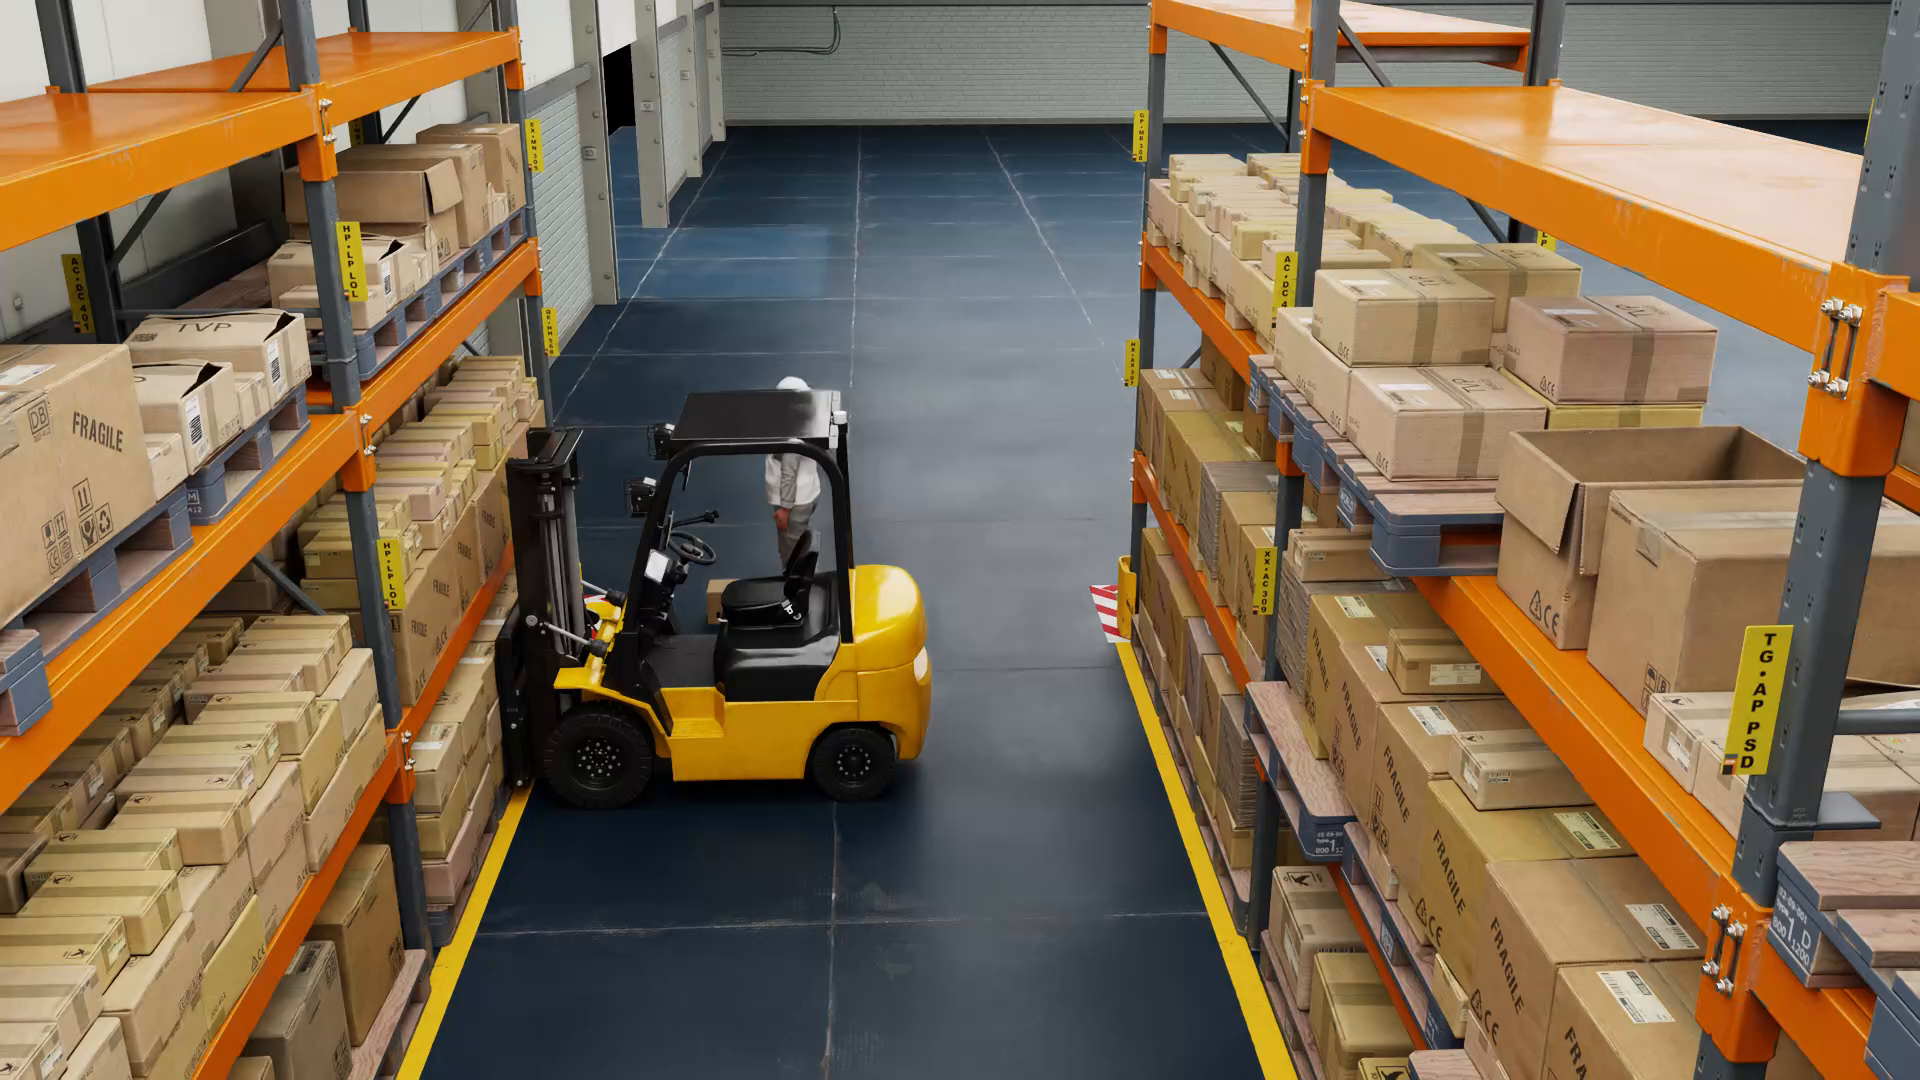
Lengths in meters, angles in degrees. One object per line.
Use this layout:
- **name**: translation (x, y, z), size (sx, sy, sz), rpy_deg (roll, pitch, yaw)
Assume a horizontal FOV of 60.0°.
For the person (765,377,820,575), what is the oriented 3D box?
- **person**: translation (-1.209, -0.293, 11.815), size (0.618, 1.778, 0.547), rpy_deg (4, 21, 11)
